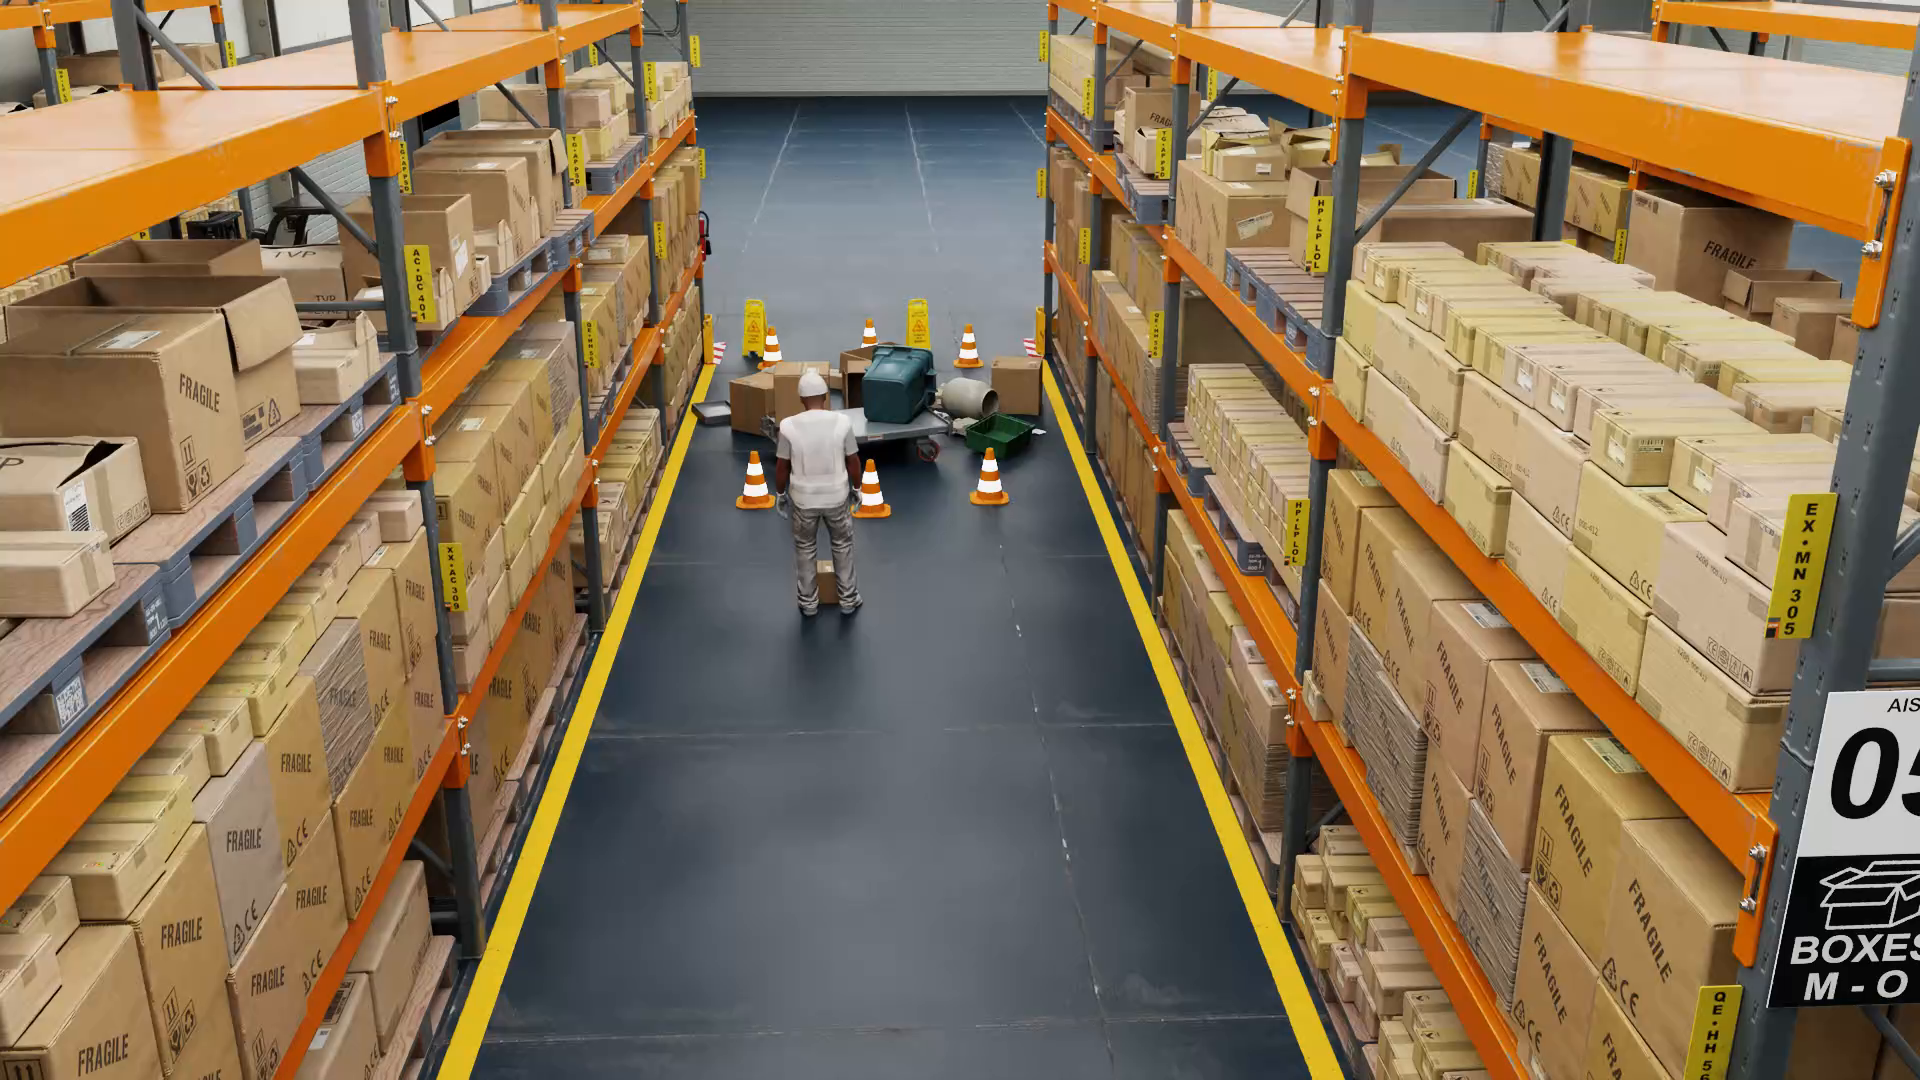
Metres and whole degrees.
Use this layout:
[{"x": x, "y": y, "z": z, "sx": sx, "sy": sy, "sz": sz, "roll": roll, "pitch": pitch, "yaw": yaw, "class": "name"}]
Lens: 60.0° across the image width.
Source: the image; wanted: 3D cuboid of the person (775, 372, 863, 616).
[{"x": -1.010, "y": -0.321, "z": 11.933, "sx": 0.625, "sy": 1.773, "sz": 0.452, "roll": -2, "pitch": 20, "yaw": -6, "class": "person"}]
